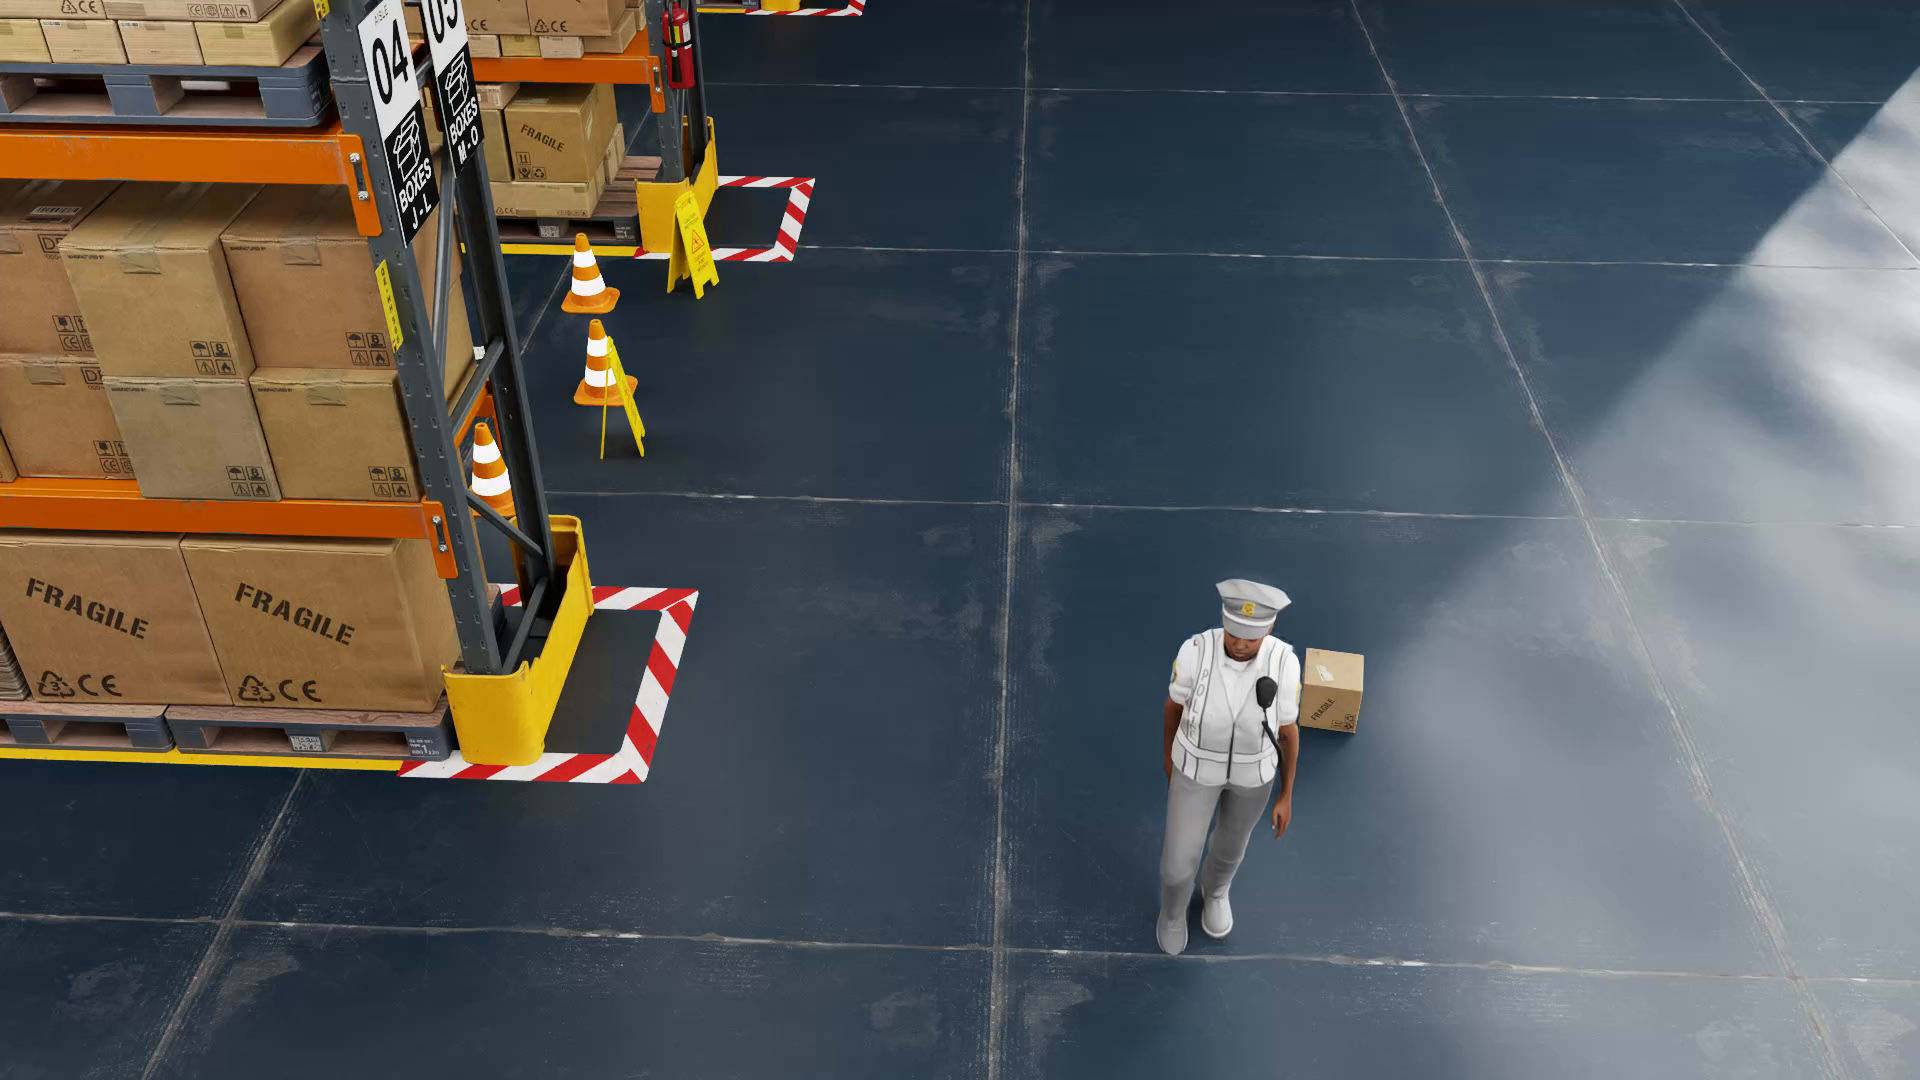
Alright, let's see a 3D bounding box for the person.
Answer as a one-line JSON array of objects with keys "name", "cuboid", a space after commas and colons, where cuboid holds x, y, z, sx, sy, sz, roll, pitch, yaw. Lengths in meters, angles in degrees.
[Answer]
[{"name": "person", "cuboid": [0.947, 0.849, 5.935, 0.464, 1.743, 0.483, 2, 36, 3]}]
